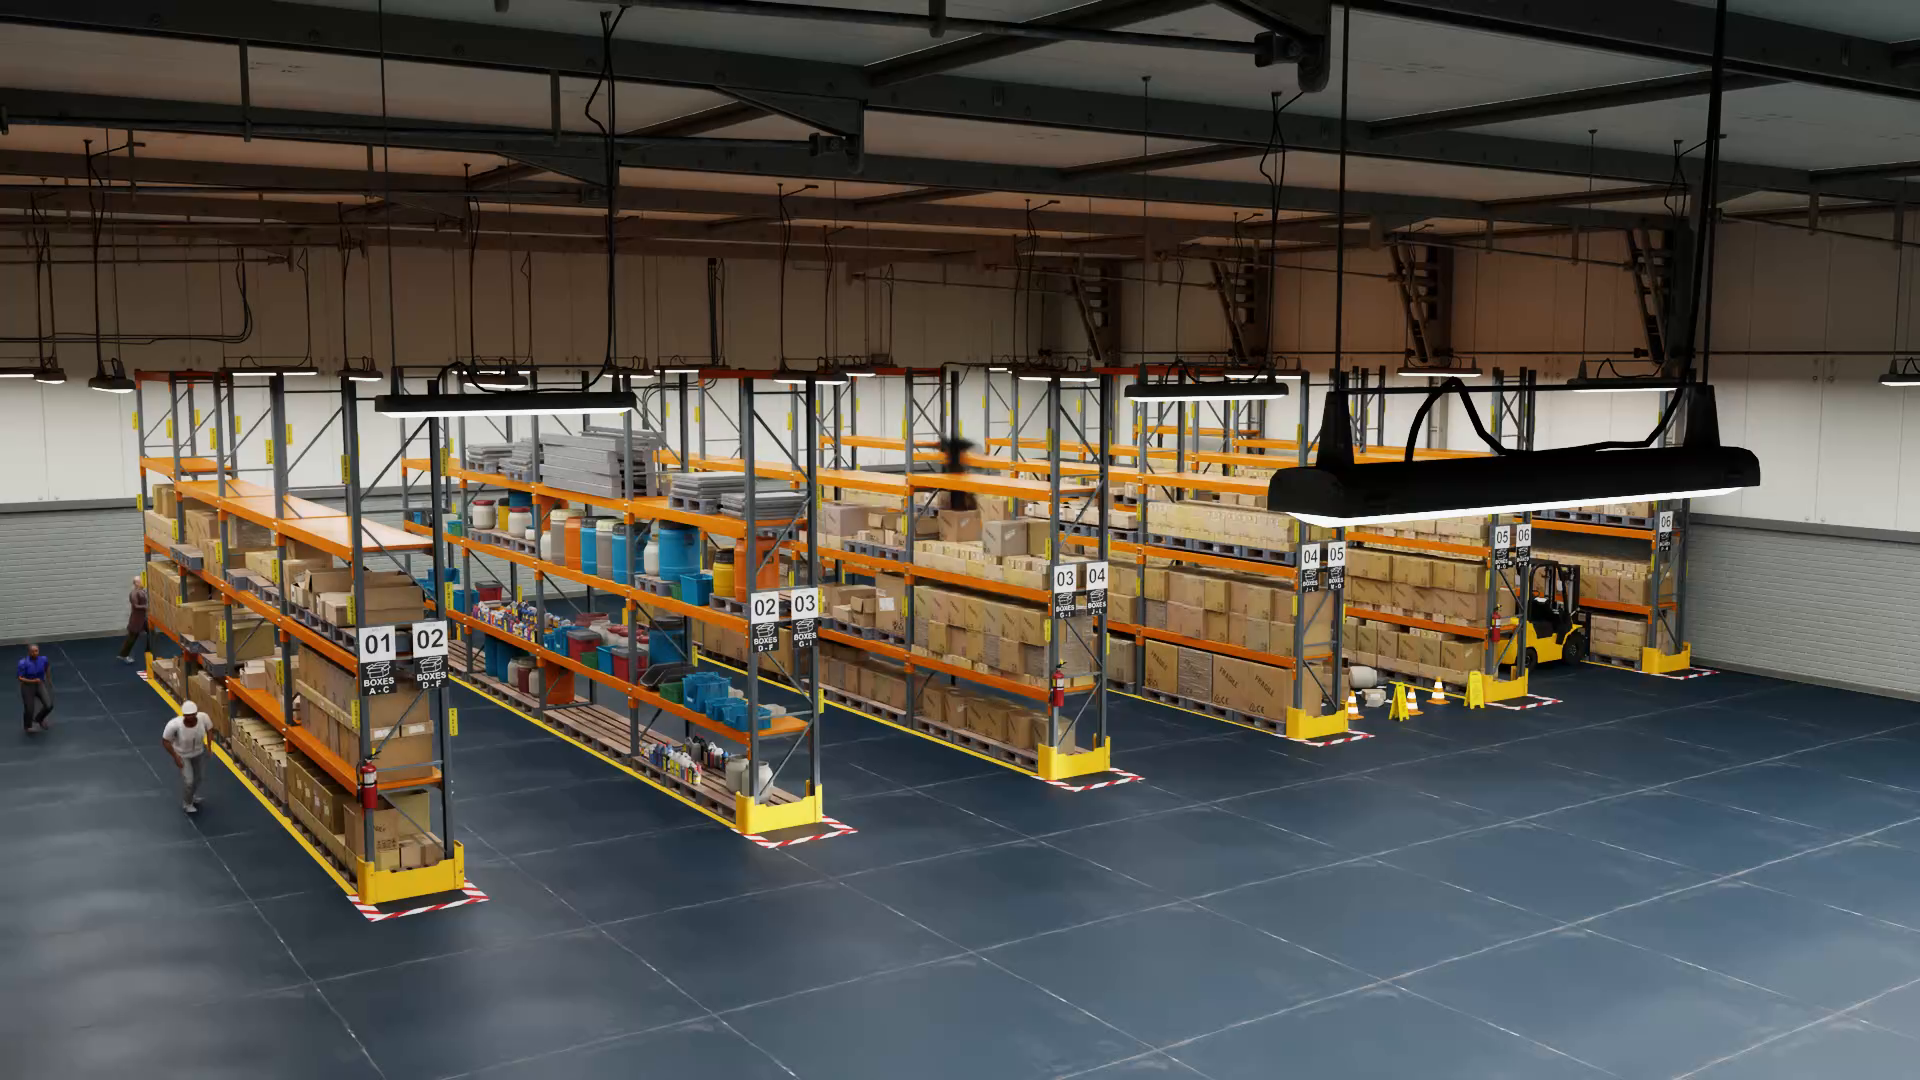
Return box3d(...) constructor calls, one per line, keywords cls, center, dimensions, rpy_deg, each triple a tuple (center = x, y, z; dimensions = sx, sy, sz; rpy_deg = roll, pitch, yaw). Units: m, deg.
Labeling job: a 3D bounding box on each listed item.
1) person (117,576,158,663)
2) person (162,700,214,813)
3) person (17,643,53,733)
box3d(cls="person", center=(-16.637, 1.649, 33.704), dimensions=(0.932, 1.847, 0.675), rpy_deg=(0, 6, 2))
box3d(cls="person", center=(-10.618, 2.953, 22.886), dimensions=(0.916, 1.621, 0.716), rpy_deg=(5, 8, 36))
box3d(cls="person", center=(-15.307, 2.459, 27.545), dimensions=(0.825, 1.547, 0.583), rpy_deg=(6, 9, 41))
